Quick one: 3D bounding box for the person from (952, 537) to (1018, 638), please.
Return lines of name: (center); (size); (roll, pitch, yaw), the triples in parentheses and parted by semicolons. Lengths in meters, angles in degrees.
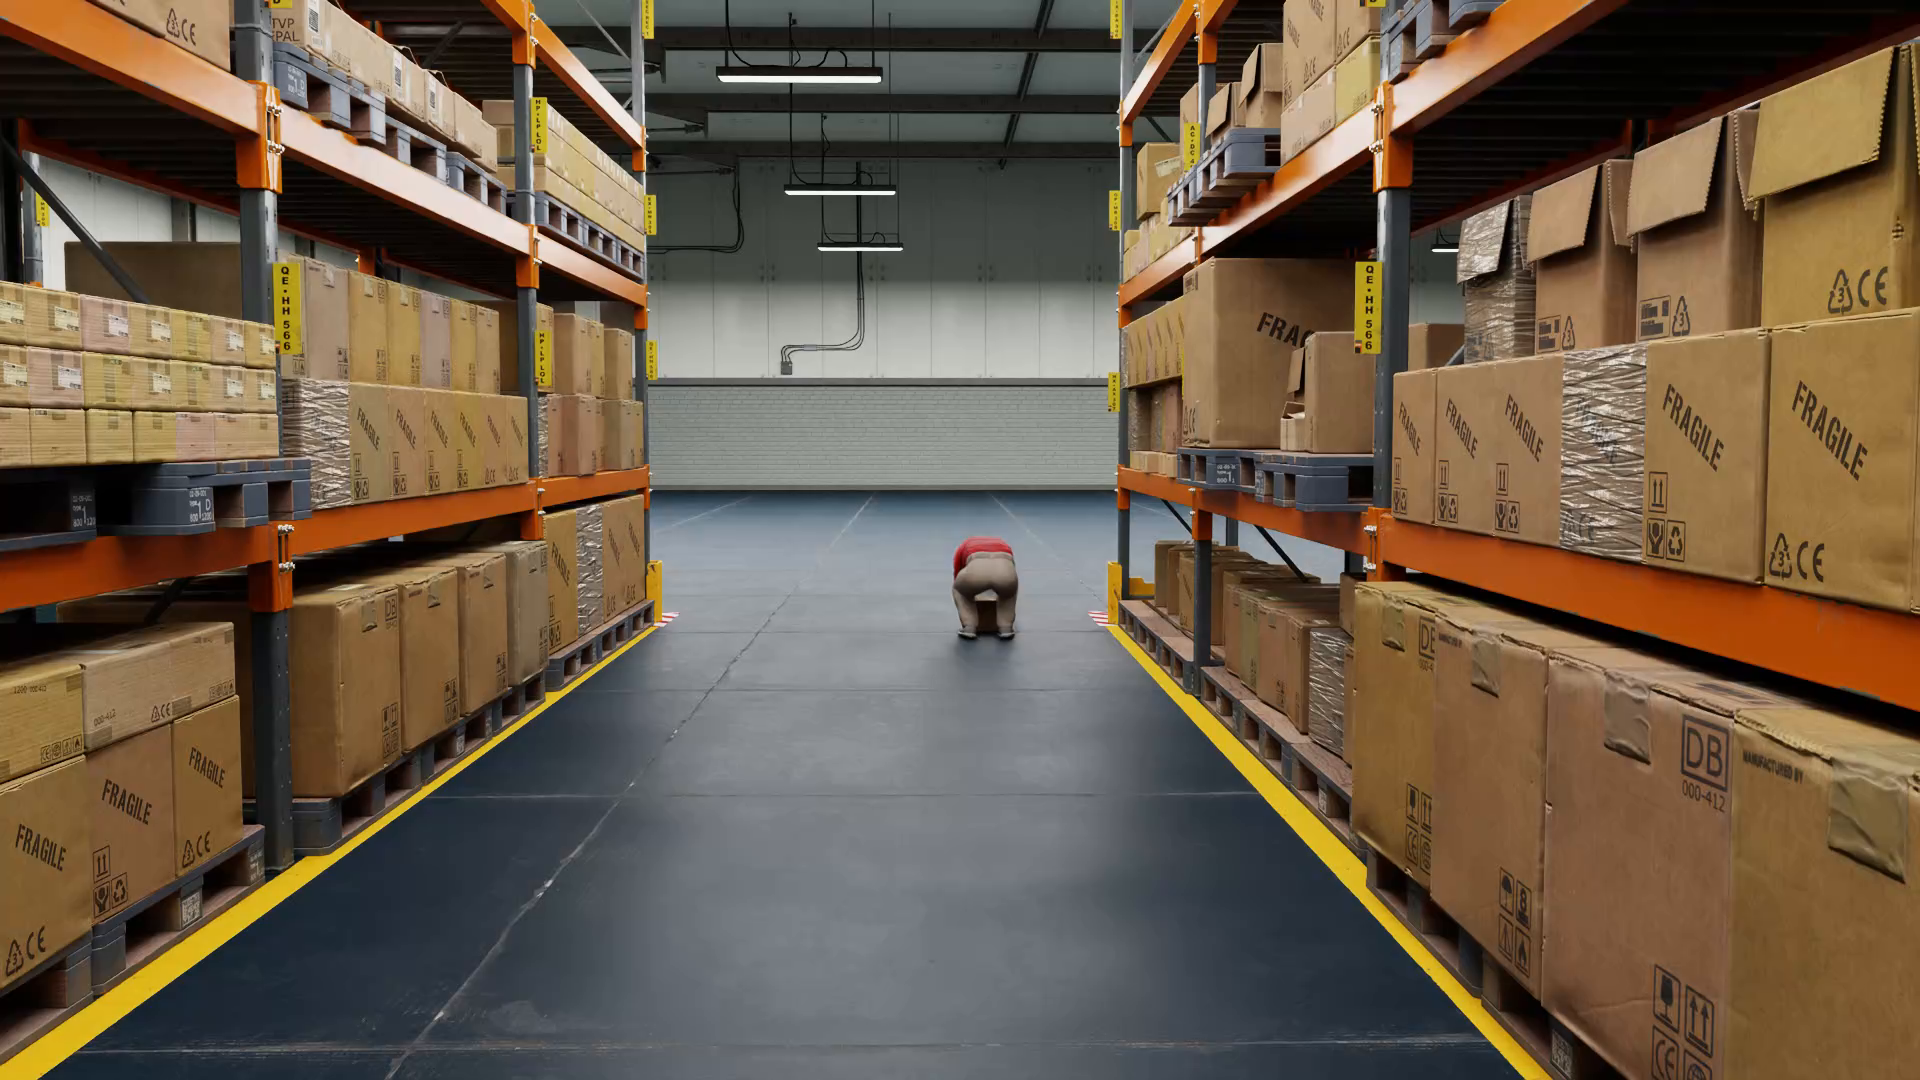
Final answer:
person: (0.202, 0.376, 13.145); (0.528, 0.788, 0.940); (0, 4, -3)
